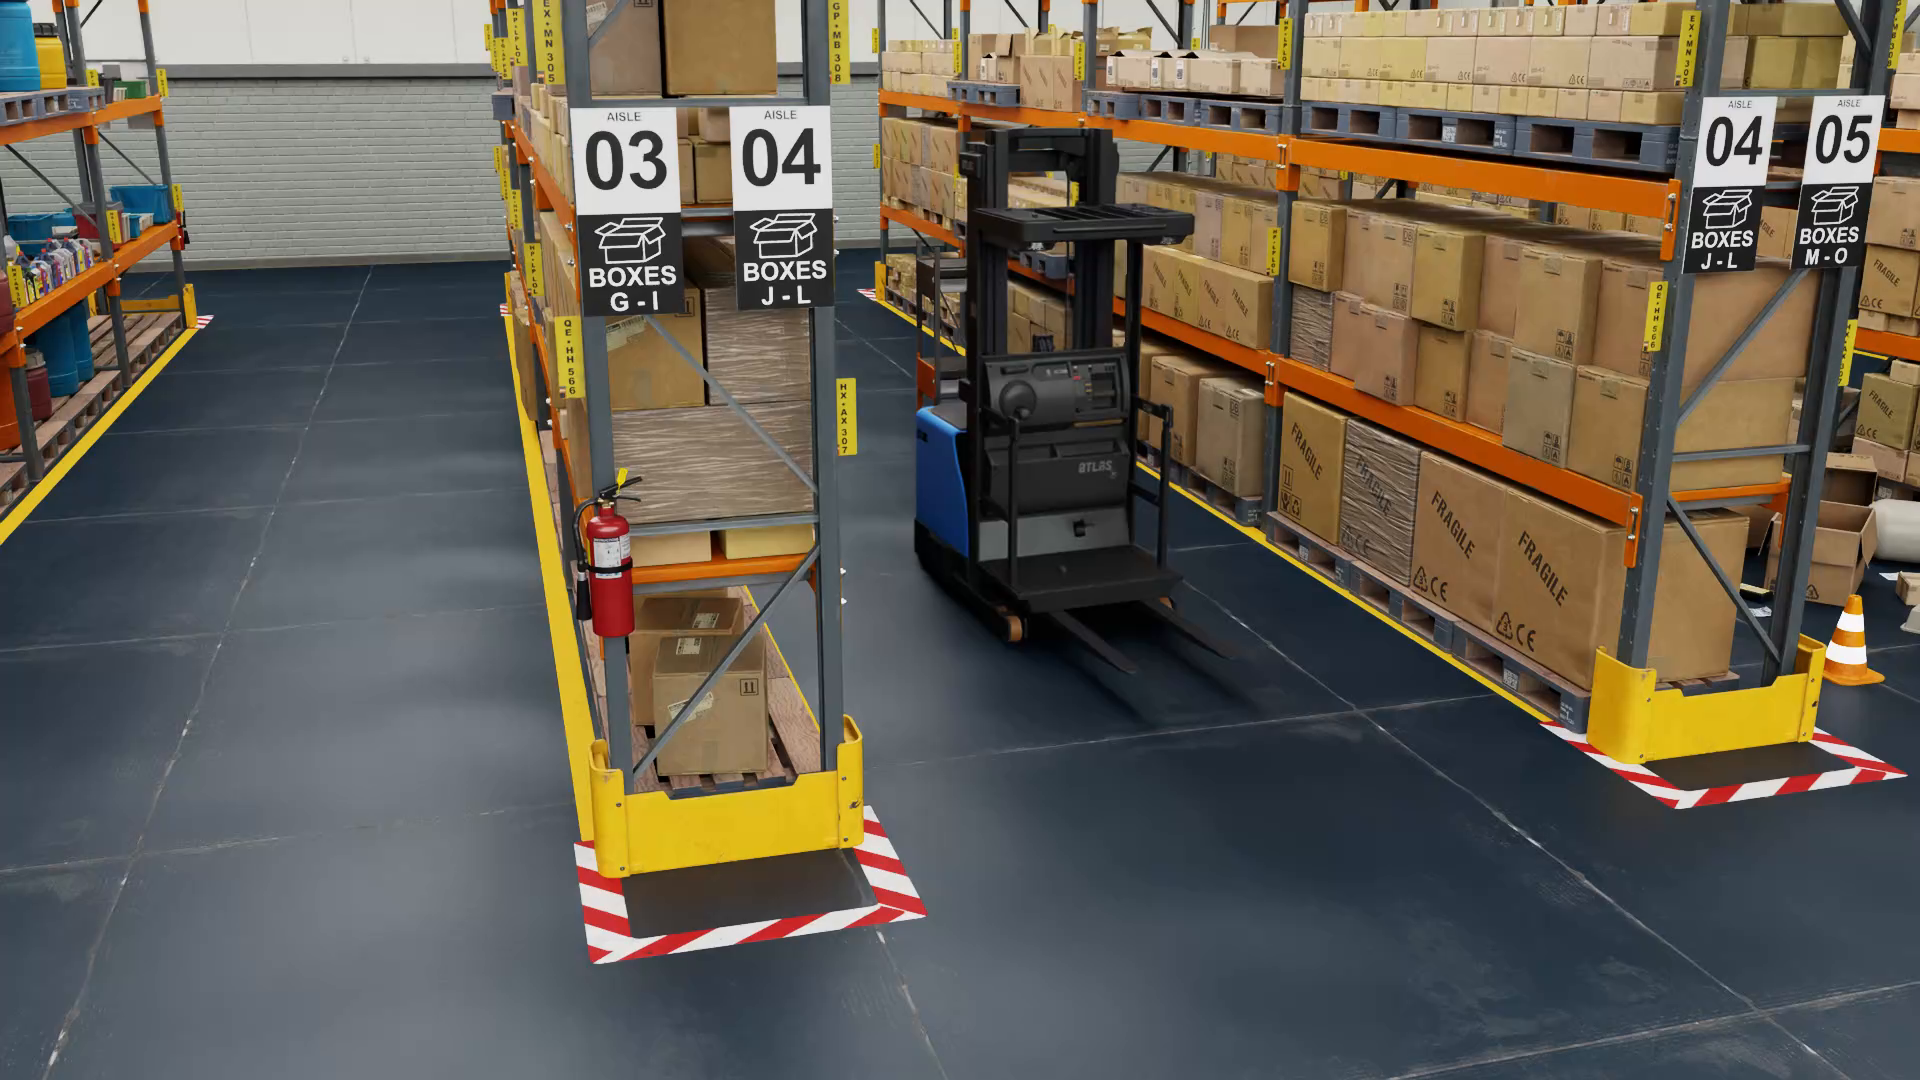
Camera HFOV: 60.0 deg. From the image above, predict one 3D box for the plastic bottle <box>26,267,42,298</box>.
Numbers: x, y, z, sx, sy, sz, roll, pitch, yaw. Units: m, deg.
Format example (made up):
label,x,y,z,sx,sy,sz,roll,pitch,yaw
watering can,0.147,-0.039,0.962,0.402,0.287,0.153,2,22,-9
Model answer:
label,x,y,z,sx,sy,sz,roll,pitch,yaw
plastic bottle,-8.006,-2.223,14.363,0.097,0.271,0.097,0,17,0

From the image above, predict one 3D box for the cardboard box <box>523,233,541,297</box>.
label,x,y,z,sx,sy,sz,roll,pitch,yaw
cardboard box,-3.576,-2.433,14.664,0.500,0.500,0.500,-4,17,-14

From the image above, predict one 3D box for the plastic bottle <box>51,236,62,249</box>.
label,x,y,z,sx,sy,sz,roll,pitch,yaw
plastic bottle,-8.636,-2.720,15.878,0.144,0.351,0.185,-5,17,-15

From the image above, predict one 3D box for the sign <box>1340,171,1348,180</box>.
label,x,y,z,sx,sy,sz,roll,pitch,yaw
sign,4.693,-4.567,20.298,0.100,0.325,0.005,-5,17,-15

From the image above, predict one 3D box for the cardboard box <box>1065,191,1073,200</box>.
label,x,y,z,sx,sy,sz,roll,pitch,yaw
cardboard box,1.291,-3.505,17.079,0.380,0.149,0.250,-4,17,-14

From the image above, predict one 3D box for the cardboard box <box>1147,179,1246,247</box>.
label,x,y,z,sx,sy,sz,roll,pitch,yaw
cardboard box,1.991,-2.753,13.990,0.700,0.500,0.500,-5,17,-16

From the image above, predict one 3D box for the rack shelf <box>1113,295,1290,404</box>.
label,x,y,z,sx,sy,sz,roll,pitch,yaw
rack shelf,2.144,-1.735,13.764,1.077,0.370,4.000,-5,17,-15

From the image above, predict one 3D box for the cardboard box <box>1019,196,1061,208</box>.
label,x,y,z,sx,sy,sz,roll,pitch,yaw
cardboard box,0.803,-3.313,16.441,0.380,0.149,0.250,-4,17,-14

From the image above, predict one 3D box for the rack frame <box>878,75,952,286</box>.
label,x,y,z,sx,sy,sz,roll,pitch,yaw
rack frame,-0.604,-4.845,22.869,1.000,3.000,0.127,-5,17,-15

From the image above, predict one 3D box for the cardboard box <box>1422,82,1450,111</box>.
label,x,y,z,sx,sy,sz,roll,pitch,yaw
cardboard box,2.885,-2.543,9.523,0.380,0.149,0.250,-4,17,-15

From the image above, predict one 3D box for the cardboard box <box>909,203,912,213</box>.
label,x,y,z,sx,sy,sz,roll,pitch,yaw
cardboard box,-0.444,-4.326,21.576,0.380,0.149,0.250,-5,17,-16

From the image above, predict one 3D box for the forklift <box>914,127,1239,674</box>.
label,x,y,z,sx,sy,sz,roll,pitch,yaw
forklift,0.677,-0.925,9.936,1.130,2.935,3.031,-6,18,-20

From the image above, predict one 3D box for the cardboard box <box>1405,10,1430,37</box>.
label,x,y,z,sx,sy,sz,roll,pitch,yaw
cardboard box,2.818,-2.994,9.637,0.380,0.149,0.250,-5,17,-15

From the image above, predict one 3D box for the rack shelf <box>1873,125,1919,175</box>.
label,x,y,z,sx,sy,sz,roll,pitch,yaw
rack shelf,7.975,-2.484,11.045,1.077,0.370,4.000,-5,17,-15

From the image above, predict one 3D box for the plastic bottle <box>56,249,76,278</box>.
label,x,y,z,sx,sy,sz,roll,pitch,yaw
plastic bottle,-8.406,-2.600,15.609,0.152,0.276,0.135,-5,17,-15

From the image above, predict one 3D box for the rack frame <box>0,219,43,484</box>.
label,x,y,z,sx,sy,sz,roll,pitch,yaw
rack frame,-7.965,-1.877,12.986,1.000,3.000,0.127,-5,17,-15

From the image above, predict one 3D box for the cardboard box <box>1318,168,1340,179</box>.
label,x,y,z,sx,sy,sz,roll,pitch,yaw
cardboard box,4.831,-4.794,20.785,0.500,0.500,0.500,-5,17,-16

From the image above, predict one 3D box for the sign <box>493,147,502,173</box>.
label,x,y,z,sx,sy,sz,roll,pitch,yaw
sign,-5.936,-4.892,21.380,0.100,0.325,0.005,-5,17,-15

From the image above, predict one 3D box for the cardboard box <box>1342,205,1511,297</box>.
label,x,y,z,sx,sy,sz,roll,pitch,yaw
cardboard box,3.025,-1.867,10.817,0.875,0.550,0.550,-5,17,-15

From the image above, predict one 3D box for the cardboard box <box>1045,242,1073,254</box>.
label,x,y,z,sx,sy,sz,roll,pitch,yaw
cardboard box,1.017,-2.813,15.811,0.380,0.149,0.250,-4,17,-14

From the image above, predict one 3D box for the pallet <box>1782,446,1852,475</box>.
label,x,y,z,sx,sy,sz,roll,pitch,yaw
pallet,7.210,-0.825,14.332,1.003,0.211,1.213,-5,17,-15

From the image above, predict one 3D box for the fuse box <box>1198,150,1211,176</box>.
label,x,y,z,sx,sy,sz,roll,pitch,yaw
fuse box,4.615,-6.331,30.055,0.539,1.711,0.414,-5,17,-15

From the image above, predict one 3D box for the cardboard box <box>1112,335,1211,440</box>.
label,x,y,z,sx,sy,sz,roll,pitch,yaw
cardboard box,1.919,-1.339,14.377,1.050,0.750,0.750,-4,17,-14

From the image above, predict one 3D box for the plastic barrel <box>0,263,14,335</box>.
label,x,y,z,sx,sy,sz,roll,pitch,yaw
plastic barrel,-7.546,-1.838,12.619,0.600,0.536,0.708,-5,17,-15

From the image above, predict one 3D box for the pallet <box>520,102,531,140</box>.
label,x,y,z,sx,sy,sz,roll,pitch,yaw
pallet,-2.459,-2.974,11.752,1.213,0.211,1.003,-5,17,-15

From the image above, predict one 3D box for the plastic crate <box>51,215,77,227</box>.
label,x,y,z,sx,sy,sz,roll,pitch,yaw
plastic crate,-9.968,-3.497,18.565,0.416,0.233,0.300,-5,17,-15

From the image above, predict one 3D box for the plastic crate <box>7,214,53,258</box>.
label,x,y,z,sx,sy,sz,roll,pitch,yaw
plastic crate,-9.520,-3.106,17.003,0.392,0.384,0.575,-5,17,-15

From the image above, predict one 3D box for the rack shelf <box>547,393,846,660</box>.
label,x,y,z,sx,sy,sz,roll,pitch,yaw
rack shelf,-1.554,-0.264,8.868,1.077,0.370,4.000,-5,17,-15

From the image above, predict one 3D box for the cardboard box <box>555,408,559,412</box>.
label,x,y,z,sx,sy,sz,roll,pitch,yaw
cardboard box,-2.277,-0.888,10.132,0.380,0.149,0.250,-5,17,-15

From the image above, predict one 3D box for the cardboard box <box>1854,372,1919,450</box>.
label,x,y,z,sx,sy,sz,roll,pitch,yaw
cardboard box,7.328,-1.004,12.827,0.500,0.500,0.500,-4,17,-13

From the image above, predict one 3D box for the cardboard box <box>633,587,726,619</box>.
label,x,y,z,sx,sy,sz,roll,pitch,yaw
cardboard box,-1.511,0.429,8.924,0.500,0.500,0.500,-3,17,-10

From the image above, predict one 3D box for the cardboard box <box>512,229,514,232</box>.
label,x,y,z,sx,sy,sz,roll,pitch,yaw
cardboard box,-4.676,-3.547,18.289,0.500,0.250,0.500,-5,17,-16

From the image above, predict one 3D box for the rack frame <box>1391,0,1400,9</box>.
label,x,y,z,sx,sy,sz,roll,pitch,yaw
rack frame,5.227,-7.031,19.718,1.000,3.000,0.127,-5,17,-15

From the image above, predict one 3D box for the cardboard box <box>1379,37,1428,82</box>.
label,x,y,z,sx,sy,sz,roll,pitch,yaw
cardboard box,2.838,-2.846,9.838,0.500,0.250,0.500,-5,17,-16

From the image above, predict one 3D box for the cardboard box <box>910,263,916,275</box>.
label,x,y,z,sx,sy,sz,roll,pitch,yaw
cardboard box,-0.435,-3.508,21.609,0.380,0.149,0.250,-4,17,-13

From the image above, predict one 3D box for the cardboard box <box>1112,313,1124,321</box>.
label,x,y,z,sx,sy,sz,roll,pitch,yaw
cardboard box,1.637,-2.206,16.392,0.500,0.250,0.500,-6,18,-18

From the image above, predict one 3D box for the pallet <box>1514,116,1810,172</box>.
label,x,y,z,sx,sy,sz,roll,pitch,yaw
pallet,3.579,-2.018,8.397,1.003,0.211,1.213,-5,17,-15

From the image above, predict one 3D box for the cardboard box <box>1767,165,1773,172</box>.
label,x,y,z,sx,sy,sz,roll,pitch,yaw
cardboard box,10.058,-4.506,20.835,0.700,0.500,0.500,-5,17,-15

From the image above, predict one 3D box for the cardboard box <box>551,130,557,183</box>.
label,x,y,z,sx,sy,sz,roll,pitch,yaw
cardboard box,-1.654,-1.814,7.823,0.500,0.250,0.500,-4,17,-14

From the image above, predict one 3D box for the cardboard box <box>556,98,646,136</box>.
label,x,y,z,sx,sy,sz,roll,pitch,yaw
cardboard box,-1.520,-1.812,7.123,0.380,0.149,0.250,-5,18,-18

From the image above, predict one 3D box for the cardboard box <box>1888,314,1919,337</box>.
label,x,y,z,sx,sy,sz,roll,pitch,yaw
cardboard box,7.323,-1.647,12.657,0.380,0.149,0.250,-4,17,-14

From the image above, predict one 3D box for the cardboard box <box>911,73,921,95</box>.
label,x,y,z,sx,sy,sz,roll,pitch,yaw
cardboard box,-0.301,-5.635,20.543,0.500,0.250,0.500,-5,17,-16

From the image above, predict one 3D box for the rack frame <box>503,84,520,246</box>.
label,x,y,z,sx,sy,sz,roll,pitch,yaw
rack frame,-4.302,-3.375,17.973,1.000,3.000,0.127,-5,17,-15

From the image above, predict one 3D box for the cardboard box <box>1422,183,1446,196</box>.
label,x,y,z,sx,sy,sz,roll,pitch,yaw
cardboard box,5.521,-4.121,18.544,0.500,0.500,0.500,-5,17,-16

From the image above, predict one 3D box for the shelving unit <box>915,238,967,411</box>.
label,x,y,z,sx,sy,sz,roll,pitch,yaw
shelving unit,-0.045,-1.051,11.802,0.431,2.100,0.503,-5,17,-15

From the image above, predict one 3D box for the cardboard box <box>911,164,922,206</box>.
label,x,y,z,sx,sy,sz,roll,pitch,yaw
cardboard box,-0.307,-4.467,20.917,0.500,0.500,0.500,-5,17,-17

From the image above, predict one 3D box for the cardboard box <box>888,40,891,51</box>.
label,x,y,z,sx,sy,sz,roll,pitch,yaw
cardboard box,-0.734,-6.533,21.971,0.380,0.149,0.250,-5,17,-16

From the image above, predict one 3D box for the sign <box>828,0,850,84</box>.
label,x,y,z,sx,sy,sz,roll,pitch,yaw
sign,-0.482,-1.954,6.508,0.100,0.325,0.005,-5,17,-15

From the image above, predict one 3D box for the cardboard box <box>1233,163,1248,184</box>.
label,x,y,z,sx,sy,sz,roll,pitch,yaw
cardboard box,4.149,-5.019,23.274,0.500,0.500,0.500,-5,17,-16

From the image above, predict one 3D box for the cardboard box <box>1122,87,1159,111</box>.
label,x,y,z,sx,sy,sz,roll,pitch,yaw
cardboard box,1.693,-4.296,15.652,0.500,0.500,0.500,-5,17,-15

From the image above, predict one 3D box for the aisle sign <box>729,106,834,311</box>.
label,x,y,z,sx,sy,sz,roll,pitch,yaw
aisle sign,-0.699,-1.307,6.571,0.394,0.787,0.004,-5,17,-15

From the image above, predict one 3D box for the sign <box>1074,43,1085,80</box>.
label,x,y,z,sx,sy,sz,roll,pitch,yaw
sign,1.072,-4.274,14.855,0.100,0.325,0.005,-5,17,-15

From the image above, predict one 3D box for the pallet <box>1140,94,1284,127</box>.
label,x,y,z,sx,sy,sz,roll,pitch,yaw
pallet,2.132,-3.496,13.490,1.003,0.211,1.213,-4,17,-13

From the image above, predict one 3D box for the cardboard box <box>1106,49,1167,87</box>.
label,x,y,z,sx,sy,sz,roll,pitch,yaw
cardboard box,1.582,-4.058,14.284,0.500,0.311,0.500,-5,17,-15

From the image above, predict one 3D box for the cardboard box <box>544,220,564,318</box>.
label,x,y,z,sx,sy,sz,roll,pitch,yaw
cardboard box,-2.085,-1.548,9.464,0.500,0.500,0.500,-5,17,-15

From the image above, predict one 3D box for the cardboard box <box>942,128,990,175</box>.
label,x,y,z,sx,sy,sz,roll,pitch,yaw
cardboard box,0.106,-4.517,19.346,0.500,0.500,0.500,-5,18,-17
